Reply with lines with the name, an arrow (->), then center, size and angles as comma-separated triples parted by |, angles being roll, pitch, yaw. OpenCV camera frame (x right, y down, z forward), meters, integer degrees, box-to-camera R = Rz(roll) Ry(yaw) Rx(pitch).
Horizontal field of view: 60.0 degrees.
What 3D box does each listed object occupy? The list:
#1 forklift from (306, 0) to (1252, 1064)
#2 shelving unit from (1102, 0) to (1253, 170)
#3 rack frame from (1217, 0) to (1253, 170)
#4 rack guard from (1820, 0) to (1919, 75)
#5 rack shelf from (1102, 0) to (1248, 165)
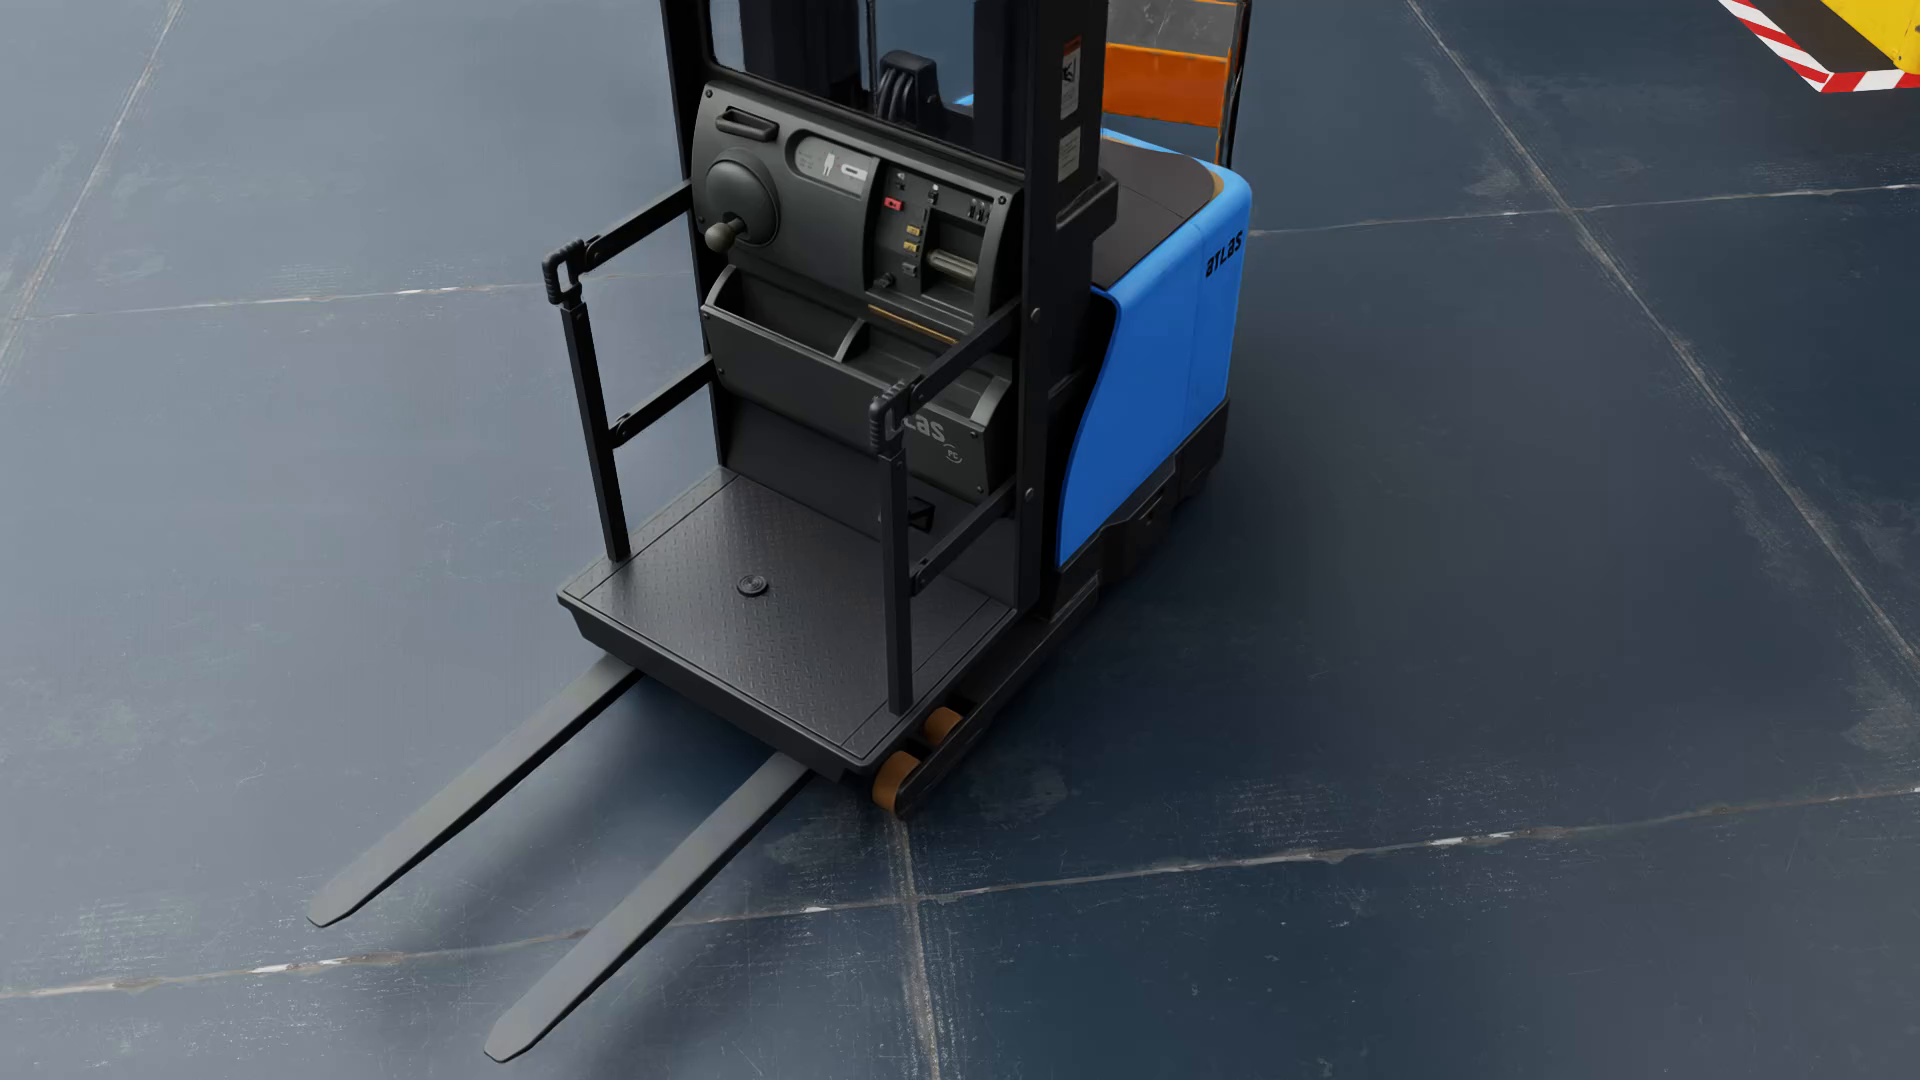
forklift -> -0.399, -0.730, 3.871 | 1.130, 2.935, 3.031 | 26, 48, 26
shelving unit -> 0.624, -1.444, 5.279 | 0.503, 2.100, 0.431 | 11, 43, 11
rack frame -> 0.860, -1.399, 5.233 | 0.015, 2.100, 0.400 | 11, 43, 11
rack guard -> 4.430, -2.710, 7.881 | 0.348, 0.500, 1.175 | -5, 42, -6
rack shelf -> 0.624, -1.434, 5.288 | 0.480, 0.518, 0.431 | 11, 43, 11
